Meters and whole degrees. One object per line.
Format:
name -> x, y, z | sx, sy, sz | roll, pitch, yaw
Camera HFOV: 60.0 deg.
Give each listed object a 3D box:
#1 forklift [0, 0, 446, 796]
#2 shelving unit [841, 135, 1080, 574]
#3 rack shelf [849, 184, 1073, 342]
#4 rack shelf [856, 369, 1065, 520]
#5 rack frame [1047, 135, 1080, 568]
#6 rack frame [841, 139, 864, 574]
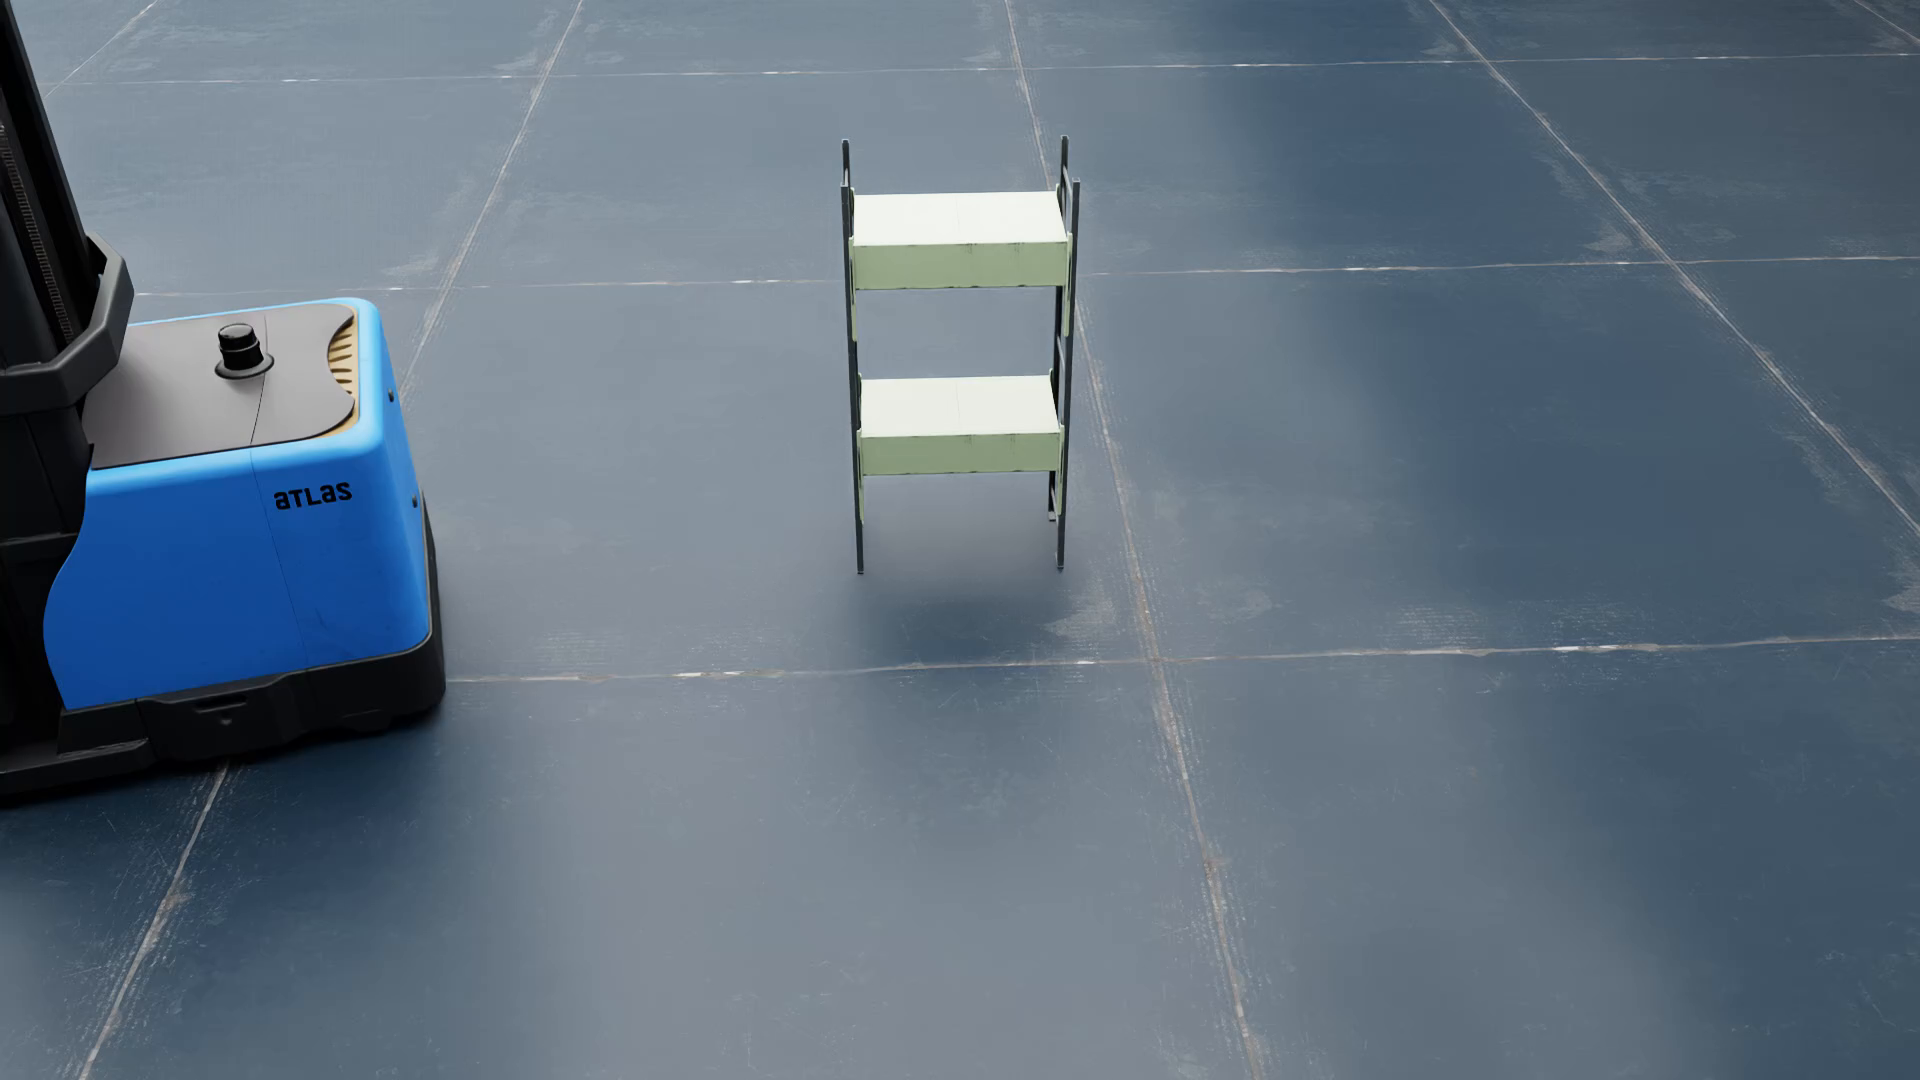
forklift -> -3.250, -0.643, 4.604 | 3.031, 2.935, 1.130 | -10, 36, -14
shelving unit -> -0.007, -0.617, 5.823 | 0.755, 1.500, 0.431 | -2, 35, -2
rack shelf -> -0.007, -0.937, 5.601 | 0.720, 0.370, 0.431 | -2, 35, -2
rack shelf -> -0.007, -0.348, 6.008 | 0.720, 0.370, 0.431 | -2, 35, -2
rack frame -> 0.359, -0.626, 5.837 | 0.023, 1.500, 0.400 | -2, 35, -2
rack frame -> -0.372, -0.607, 5.809 | 0.023, 1.500, 0.400 | -2, 35, -2
